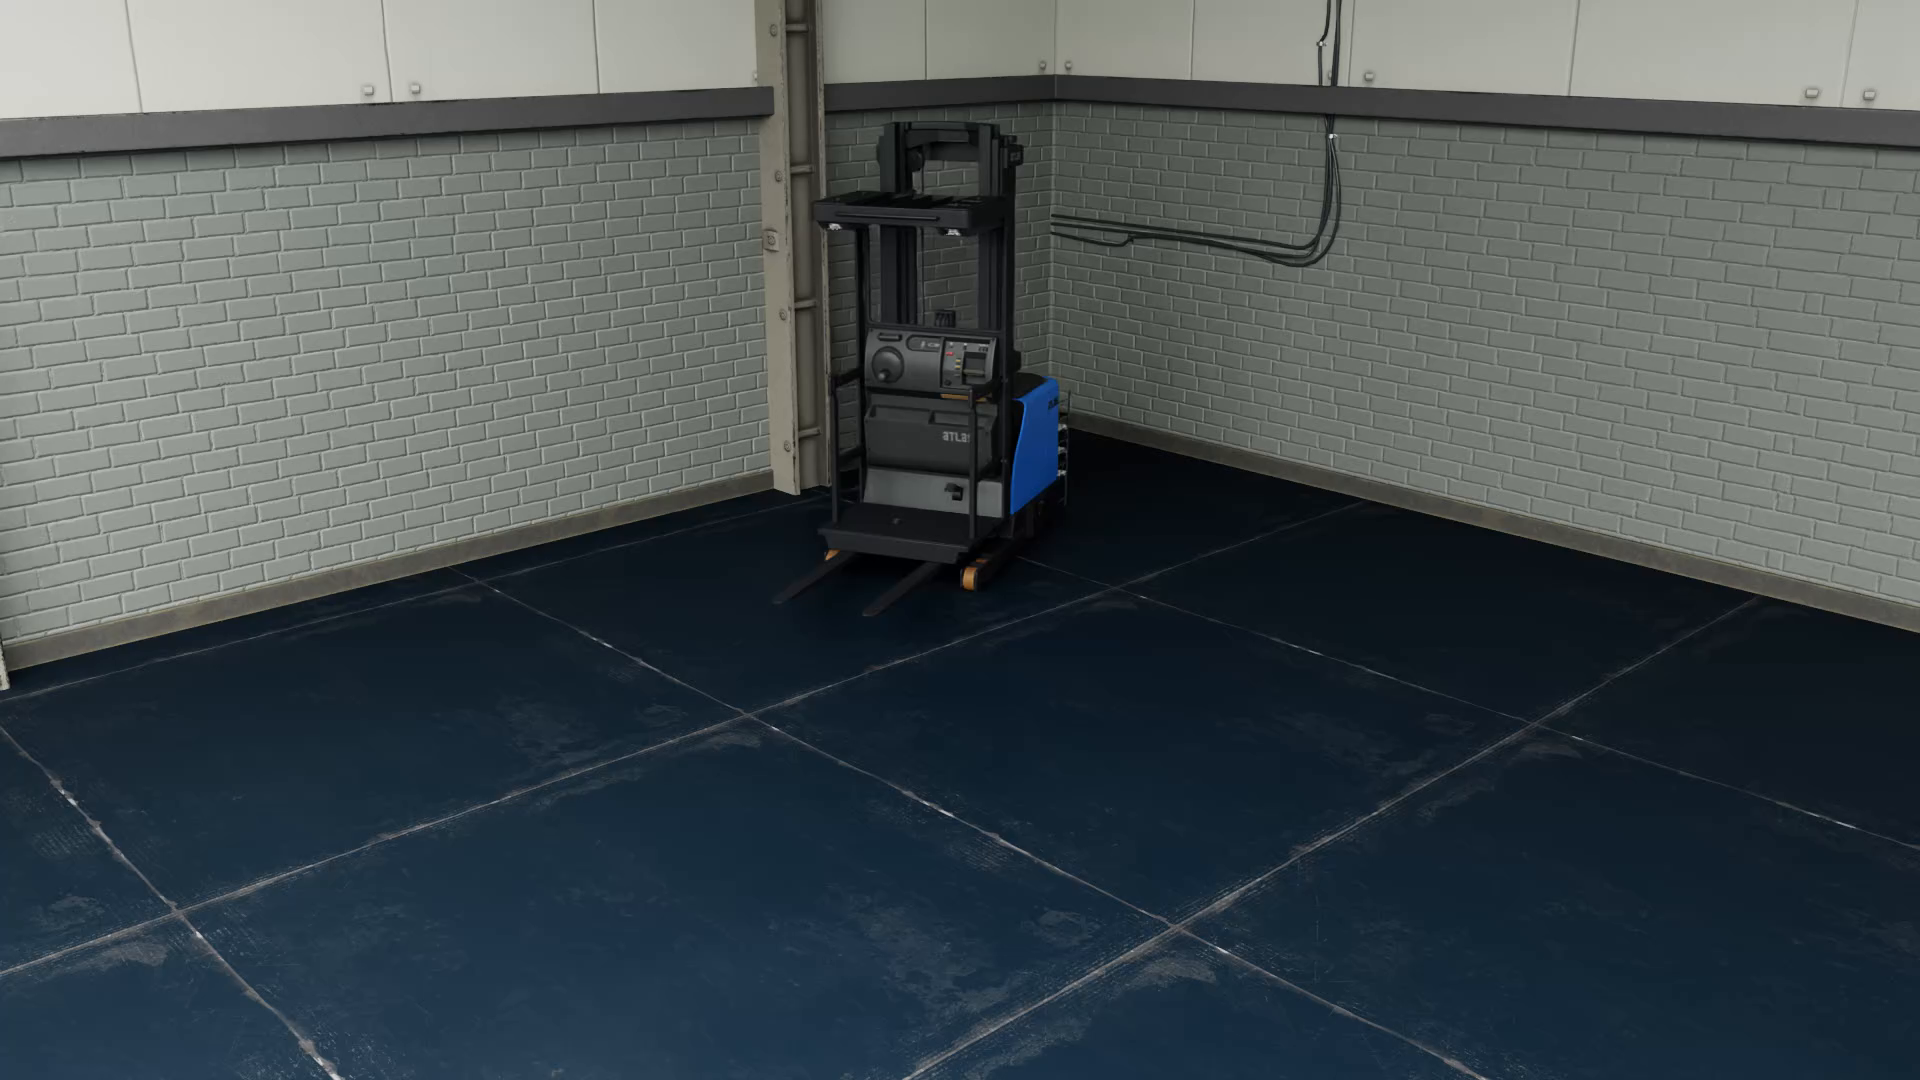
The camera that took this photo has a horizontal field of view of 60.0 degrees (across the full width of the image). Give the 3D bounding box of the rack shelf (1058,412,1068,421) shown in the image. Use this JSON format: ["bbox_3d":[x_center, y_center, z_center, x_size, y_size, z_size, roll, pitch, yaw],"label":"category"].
[{"bbox_3d":[0.682,-0.915,12.567,0.200,0.077,0.258,9,18,26],"label":"rack shelf"}]

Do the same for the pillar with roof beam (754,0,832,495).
[{"bbox_3d":[1.701,-3.743,8.939,0.400,9.000,9.100,-16,24,-41],"label":"pillar with roof beam"}]

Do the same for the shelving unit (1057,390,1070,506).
[{"bbox_3d":[0.678,-0.688,12.633,0.210,0.900,0.258,9,18,26],"label":"shelving unit"}]

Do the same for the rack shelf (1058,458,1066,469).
[{"bbox_3d":[0.676,-0.570,12.668,0.200,0.077,0.258,9,18,26],"label":"rack shelf"}]

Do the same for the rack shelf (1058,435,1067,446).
[{"bbox_3d":[0.679,-0.742,12.617,0.200,0.077,0.258,9,18,26],"label":"rack shelf"}]

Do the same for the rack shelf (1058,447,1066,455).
[{"bbox_3d":[0.678,-0.656,12.643,0.200,0.077,0.258,9,18,26],"label":"rack shelf"}]

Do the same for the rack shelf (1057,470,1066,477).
[{"bbox_3d":[0.675,-0.483,12.693,0.200,0.077,0.258,9,18,26],"label":"rack shelf"}]

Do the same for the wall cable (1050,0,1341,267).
[{"bbox_3d":[1.792,-3.559,13.405,0.112,2.526,3.097,-16,24,-41],"label":"wall cable"}]

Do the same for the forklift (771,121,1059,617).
[{"bbox_3d":[-0.276,-1.202,10.939,1.130,2.935,3.031,7,19,21],"label":"forklift"}]

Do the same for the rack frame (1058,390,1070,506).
[{"bbox_3d":[0.768,-0.673,12.589,0.006,0.900,0.240,9,18,26],"label":"rack frame"}]

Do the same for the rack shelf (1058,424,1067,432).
[{"bbox_3d":[0.680,-0.829,12.592,0.200,0.077,0.258,9,18,26],"label":"rack shelf"}]
